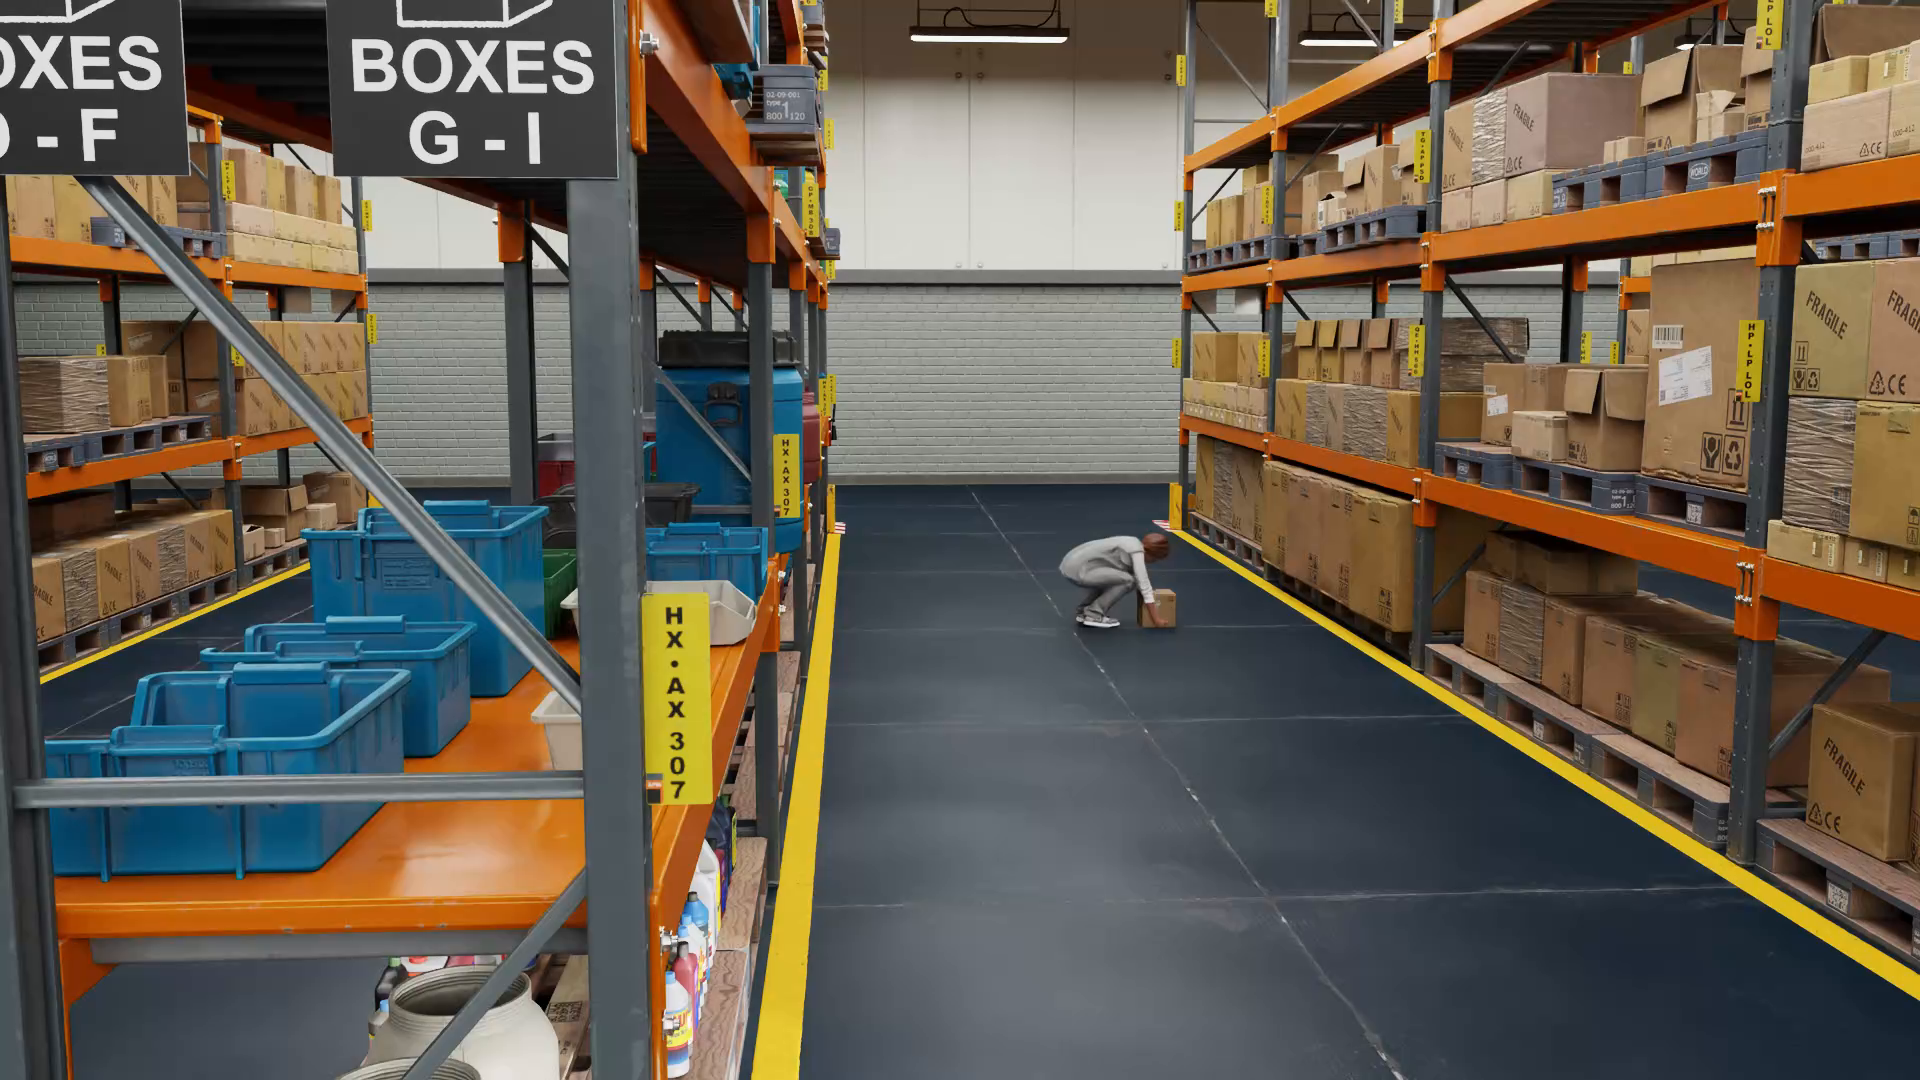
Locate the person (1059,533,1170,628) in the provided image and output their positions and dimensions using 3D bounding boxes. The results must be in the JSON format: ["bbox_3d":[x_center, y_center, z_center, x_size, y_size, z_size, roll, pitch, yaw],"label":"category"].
[{"bbox_3d":[1.169,0.321,12.569,0.850,0.724,0.423,-1,7,-5],"label":"person"}]
